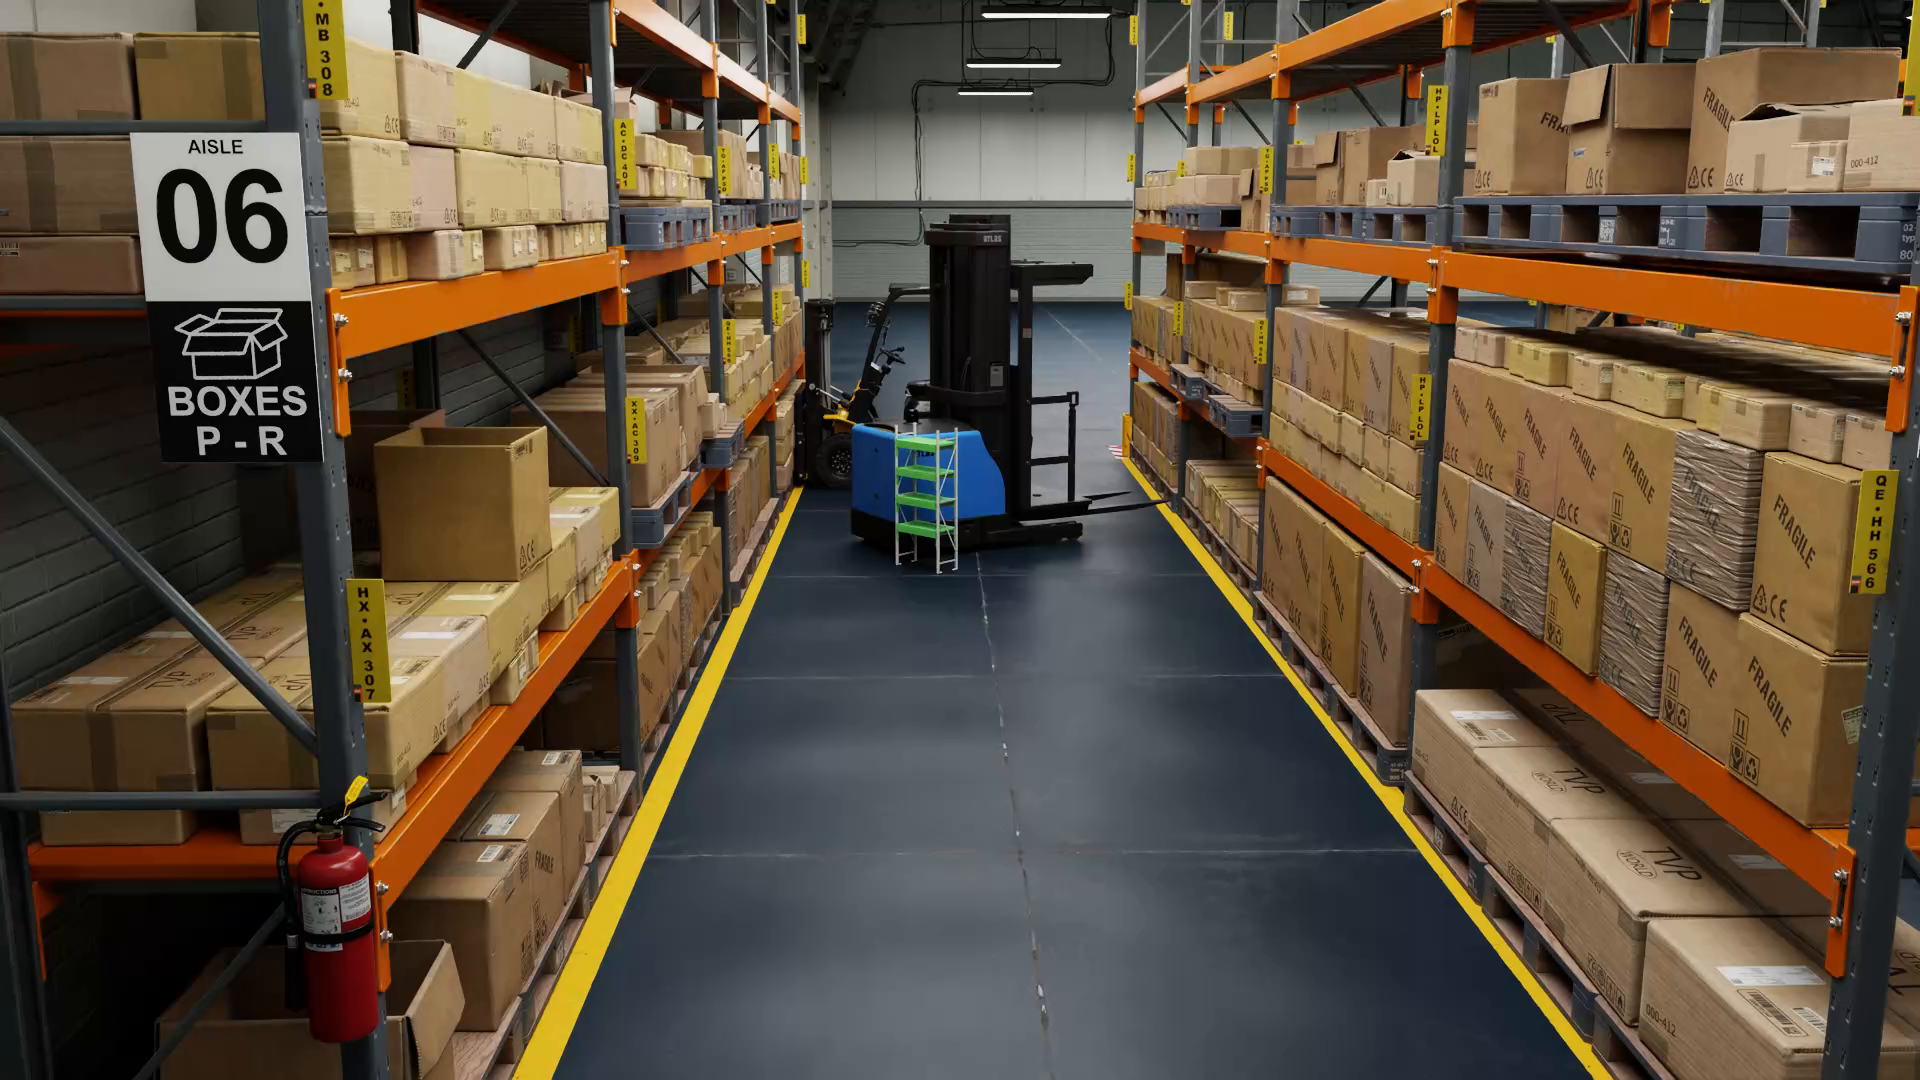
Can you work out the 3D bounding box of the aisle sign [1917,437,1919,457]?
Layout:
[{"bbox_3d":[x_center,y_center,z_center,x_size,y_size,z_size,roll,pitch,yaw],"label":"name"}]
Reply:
[{"bbox_3d":[2.598,-0.594,4.095,0.394,0.787,0.004,0,11,-1],"label":"aisle sign"}]

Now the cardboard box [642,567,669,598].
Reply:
[{"bbox_3d":[-1.970,0.260,10.022,0.380,0.149,0.250,0,11,1],"label":"cardboard box"}]

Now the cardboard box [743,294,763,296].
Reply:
[{"bbox_3d":[-2.059,-2.482,17.310,0.380,0.149,0.250,0,11,-2],"label":"cardboard box"}]

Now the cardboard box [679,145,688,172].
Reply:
[{"bbox_3d":[-1.797,-2.224,9.700,0.380,0.149,0.250,0,11,-1],"label":"cardboard box"}]

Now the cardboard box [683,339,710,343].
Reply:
[{"bbox_3d":[-2.025,-1.542,13.422,0.380,0.149,0.250,0,11,-1],"label":"cardboard box"}]

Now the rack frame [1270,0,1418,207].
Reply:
[{"bbox_3d":[2.741,-3.866,11.672,1.000,3.000,0.127,0,11,-1],"label":"rack frame"}]

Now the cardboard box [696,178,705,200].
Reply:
[{"bbox_3d":[-1.974,-2.427,11.499,0.380,0.149,0.250,0,11,0],"label":"cardboard box"}]

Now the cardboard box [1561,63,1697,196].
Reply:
[{"bbox_3d":[2.884,-1.638,6.668,0.797,0.503,0.637,1,11,3],"label":"cardboard box"}]

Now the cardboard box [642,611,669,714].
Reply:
[{"bbox_3d":[-1.945,0.707,9.452,0.500,0.500,0.500,0,11,-2],"label":"cardboard box"}]

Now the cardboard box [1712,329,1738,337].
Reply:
[{"bbox_3d":[7.621,-2.202,15.791,0.700,0.500,0.500,0,11,-2],"label":"cardboard box"}]

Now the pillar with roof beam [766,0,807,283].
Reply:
[{"bbox_3d":[0.782,-7.696,30.551,9.100,9.000,0.548,0,11,-1],"label":"pillar with roof beam"}]

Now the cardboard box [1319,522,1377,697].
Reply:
[{"bbox_3d":[2.704,0.402,10.009,0.875,0.875,0.875,0,11,0],"label":"cardboard box"}]

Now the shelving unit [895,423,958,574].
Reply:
[{"bbox_3d":[-0.284,-0.358,13.998,0.503,1.200,0.258,11,16,43],"label":"shelving unit"}]

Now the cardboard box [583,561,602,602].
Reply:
[{"bbox_3d":[-1.823,0.179,7.454,0.380,0.149,0.250,0,11,0],"label":"cardboard box"}]

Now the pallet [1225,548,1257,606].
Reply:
[{"bbox_3d":[2.726,0.286,13.311,1.003,0.211,1.213,0,11,-1],"label":"pallet"}]

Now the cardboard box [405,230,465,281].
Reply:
[{"bbox_3d":[-1.753,-0.879,5.124,0.380,0.149,0.250,0,11,0],"label":"cardboard box"}]

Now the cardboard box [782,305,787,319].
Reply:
[{"bbox_3d":[-2.060,-2.438,17.842,0.380,0.149,0.250,0,11,-2],"label":"cardboard box"}]

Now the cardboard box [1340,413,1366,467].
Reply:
[{"bbox_3d":[2.537,-0.591,9.738,0.500,0.250,0.500,0,11,0],"label":"cardboard box"}]

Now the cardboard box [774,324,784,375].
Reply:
[{"bbox_3d":[-2.080,-1.941,17.024,0.500,0.500,0.500,0,11,0],"label":"cardboard box"}]

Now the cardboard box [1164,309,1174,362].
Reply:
[{"bbox_3d":[2.383,-2.105,17.083,0.500,0.500,0.500,0,11,1],"label":"cardboard box"}]

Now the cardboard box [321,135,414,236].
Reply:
[{"bbox_3d":[-1.792,-0.946,4.453,0.500,0.250,0.500,0,11,-2],"label":"cardboard box"}]

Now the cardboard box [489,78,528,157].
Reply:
[{"bbox_3d":[-1.851,-1.493,5.893,0.500,0.250,0.500,0,11,0],"label":"cardboard box"}]

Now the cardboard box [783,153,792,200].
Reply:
[{"bbox_3d":[-2.213,-3.978,18.209,0.700,0.500,0.500,0,11,-1],"label":"cardboard box"}]

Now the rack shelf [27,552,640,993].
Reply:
[{"bbox_3d":[-2.098,0.641,6.357,1.077,0.370,4.000,0,11,-1],"label":"rack shelf"}]

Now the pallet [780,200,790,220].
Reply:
[{"bbox_3d":[-2.370,-3.538,17.822,1.003,0.211,1.213,0,11,-1],"label":"pallet"}]

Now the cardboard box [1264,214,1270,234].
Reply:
[{"bbox_3d":[2.511,-2.384,12.543,0.380,0.149,0.250,0,11,-1],"label":"cardboard box"}]

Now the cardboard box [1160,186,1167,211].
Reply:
[{"bbox_3d":[2.372,-3.552,17.297,0.500,0.250,0.500,0,11,-2],"label":"cardboard box"}]

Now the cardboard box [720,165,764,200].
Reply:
[{"bbox_3d":[-2.046,-3.238,15.038,0.500,0.311,0.500,-1,11,-3],"label":"cardboard box"}]

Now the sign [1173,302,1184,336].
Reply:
[{"bbox_3d":[2.116,-2.141,16.083,0.100,0.325,0.005,0,11,-1],"label":"sign"}]

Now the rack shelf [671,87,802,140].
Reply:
[{"bbox_3d":[-2.346,-4.489,17.558,1.077,0.370,4.000,0,11,-1],"label":"rack shelf"}]

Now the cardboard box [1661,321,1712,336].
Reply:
[{"bbox_3d":[7.585,-1.908,16.733,0.875,0.550,0.550,0,11,-1],"label":"cardboard box"}]

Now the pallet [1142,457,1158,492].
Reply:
[{"bbox_3d":[2.581,-0.731,18.321,1.003,0.211,1.213,0,11,-1],"label":"pallet"}]

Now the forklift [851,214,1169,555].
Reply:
[{"bbox_3d":[0.538,-1.499,15.266,3.031,2.935,1.130,-7,13,-30],"label":"forklift"}]

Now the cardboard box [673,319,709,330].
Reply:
[{"bbox_3d":[-2.512,-1.996,15.661,0.380,0.149,0.250,0,11,-2],"label":"cardboard box"}]

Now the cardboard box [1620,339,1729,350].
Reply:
[{"bbox_3d":[3.064,-0.775,7.127,0.380,0.149,0.250,0,11,-2],"label":"cardboard box"}]

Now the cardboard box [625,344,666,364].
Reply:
[{"bbox_3d":[-2.492,-1.439,12.914,0.380,0.149,0.250,0,11,-1],"label":"cardboard box"}]

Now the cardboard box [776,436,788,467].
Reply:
[{"bbox_3d":[-2.006,-0.900,16.746,0.500,0.250,0.500,0,11,-1],"label":"cardboard box"}]

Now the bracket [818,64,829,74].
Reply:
[{"bbox_3d":[-3.406,-11.747,41.464,0.235,0.232,0.430,0,11,-1],"label":"bracket"}]

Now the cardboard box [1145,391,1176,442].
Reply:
[{"bbox_3d":[2.334,-1.372,18.441,0.500,0.500,0.500,0,11,0],"label":"cardboard box"}]

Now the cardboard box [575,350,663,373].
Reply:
[{"bbox_3d":[-2.367,-1.056,11.605,0.500,0.500,0.500,0,11,2],"label":"cardboard box"}]

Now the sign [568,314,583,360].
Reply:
[{"bbox_3d":[-2.777,-1.469,12.035,0.100,0.325,0.005,0,11,-1],"label":"sign"}]

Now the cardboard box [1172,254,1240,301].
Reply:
[{"bbox_3d":[2.807,-2.999,18.976,0.700,0.500,0.500,0,11,-1],"label":"cardboard box"}]

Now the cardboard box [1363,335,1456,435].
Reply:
[{"bbox_3d":[2.545,-0.860,9.179,0.500,0.500,0.500,0,11,0],"label":"cardboard box"}]

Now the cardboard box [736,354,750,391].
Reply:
[{"bbox_3d":[-1.989,-1.369,13.573,0.500,0.250,0.500,-1,11,-3],"label":"cardboard box"}]

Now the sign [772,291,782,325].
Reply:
[{"bbox_3d":[-1.762,-2.232,15.997,0.100,0.325,0.005,0,11,-1],"label":"sign"}]

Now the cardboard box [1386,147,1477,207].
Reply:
[{"bbox_3d":[2.595,-1.937,8.877,0.500,0.311,0.500,0,11,-1],"label":"cardboard box"}]

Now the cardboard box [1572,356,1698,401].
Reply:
[{"bbox_3d":[2.583,-0.621,6.368,0.380,0.149,0.250,0,11,-1],"label":"cardboard box"}]

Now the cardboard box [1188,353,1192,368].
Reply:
[{"bbox_3d":[2.354,-1.692,15.623,0.380,0.149,0.250,0,11,0],"label":"cardboard box"}]

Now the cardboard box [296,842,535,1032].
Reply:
[{"bbox_3d":[-1.953,1.413,5.972,0.700,0.500,0.500,0,11,1],"label":"cardboard box"}]

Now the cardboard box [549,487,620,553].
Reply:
[{"bbox_3d":[-1.885,-0.081,7.736,0.500,0.250,0.500,0,11,0],"label":"cardboard box"}]

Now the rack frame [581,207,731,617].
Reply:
[{"bbox_3d":[-2.222,-0.905,12.164,1.000,3.000,0.127,0,11,-1],"label":"rack frame"}]

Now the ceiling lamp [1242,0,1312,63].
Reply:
[{"bbox_3d":[8.323,-13.399,43.980,2.000,3.185,0.800,0,11,-1],"label":"ceiling lamp"}]

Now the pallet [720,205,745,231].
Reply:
[{"bbox_3d":[-2.351,-2.639,13.644,1.003,0.211,1.213,0,11,1],"label":"pallet"}]

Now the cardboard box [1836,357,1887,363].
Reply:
[{"bbox_3d":[7.401,-1.203,13.382,0.500,0.500,0.500,0,11,-1],"label":"cardboard box"}]

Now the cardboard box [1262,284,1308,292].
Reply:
[{"bbox_3d":[2.921,-2.212,14.919,0.380,0.149,0.250,-1,11,-3],"label":"cardboard box"}]

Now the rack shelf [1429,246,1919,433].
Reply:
[{"bbox_3d":[2.865,-0.850,6.163,1.077,0.370,4.000,0,11,-1],"label":"rack shelf"}]

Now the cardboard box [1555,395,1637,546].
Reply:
[{"bbox_3d":[2.603,-0.271,6.277,0.500,0.500,0.500,0,11,-2],"label":"cardboard box"}]
